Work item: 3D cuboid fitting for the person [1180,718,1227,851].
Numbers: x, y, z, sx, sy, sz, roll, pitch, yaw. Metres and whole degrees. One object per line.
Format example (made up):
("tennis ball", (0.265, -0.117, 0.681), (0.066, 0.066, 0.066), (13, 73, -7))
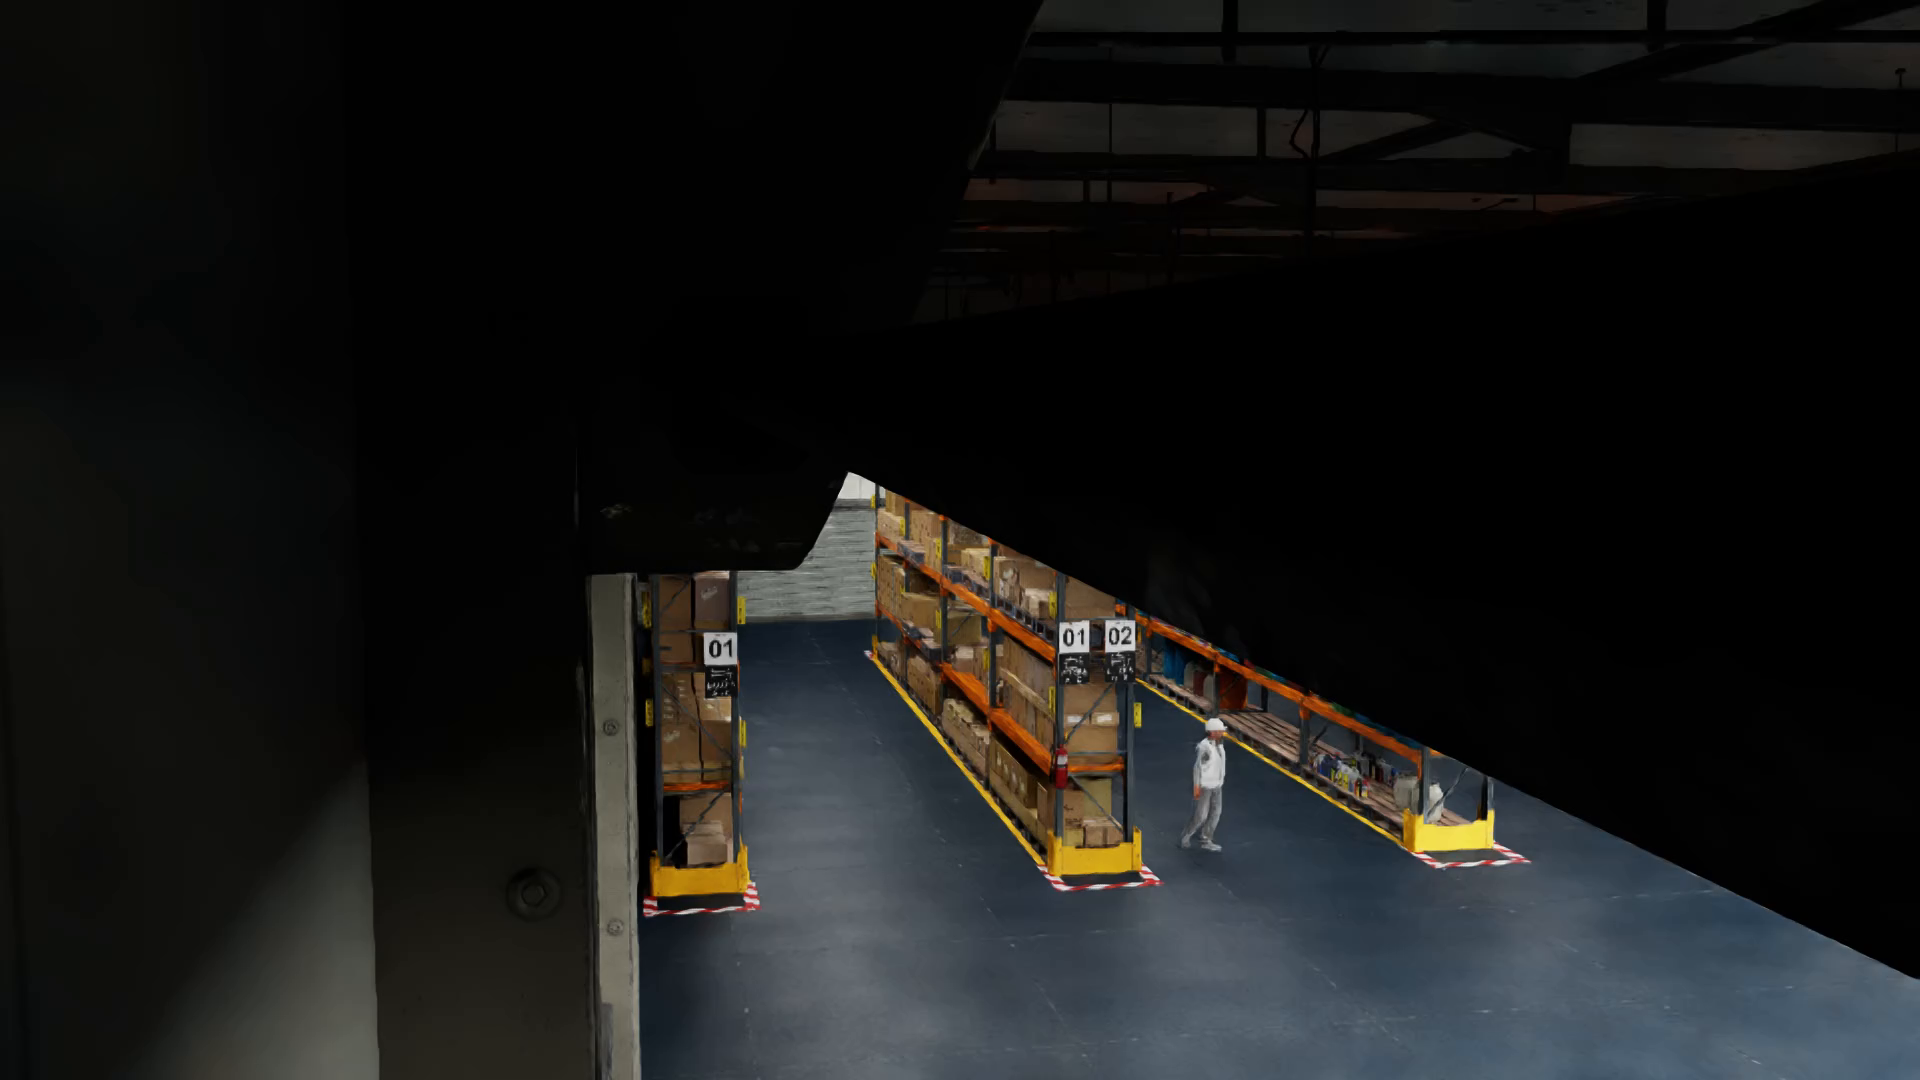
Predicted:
("person", (3.223, 3.207, 21.950), (0.569, 1.762, 0.580), (5, 8, 43))

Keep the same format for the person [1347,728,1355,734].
("person", (7.016, 2.615, 28.404), (0.470, 1.571, 1.060), (-2, 6, -20))
